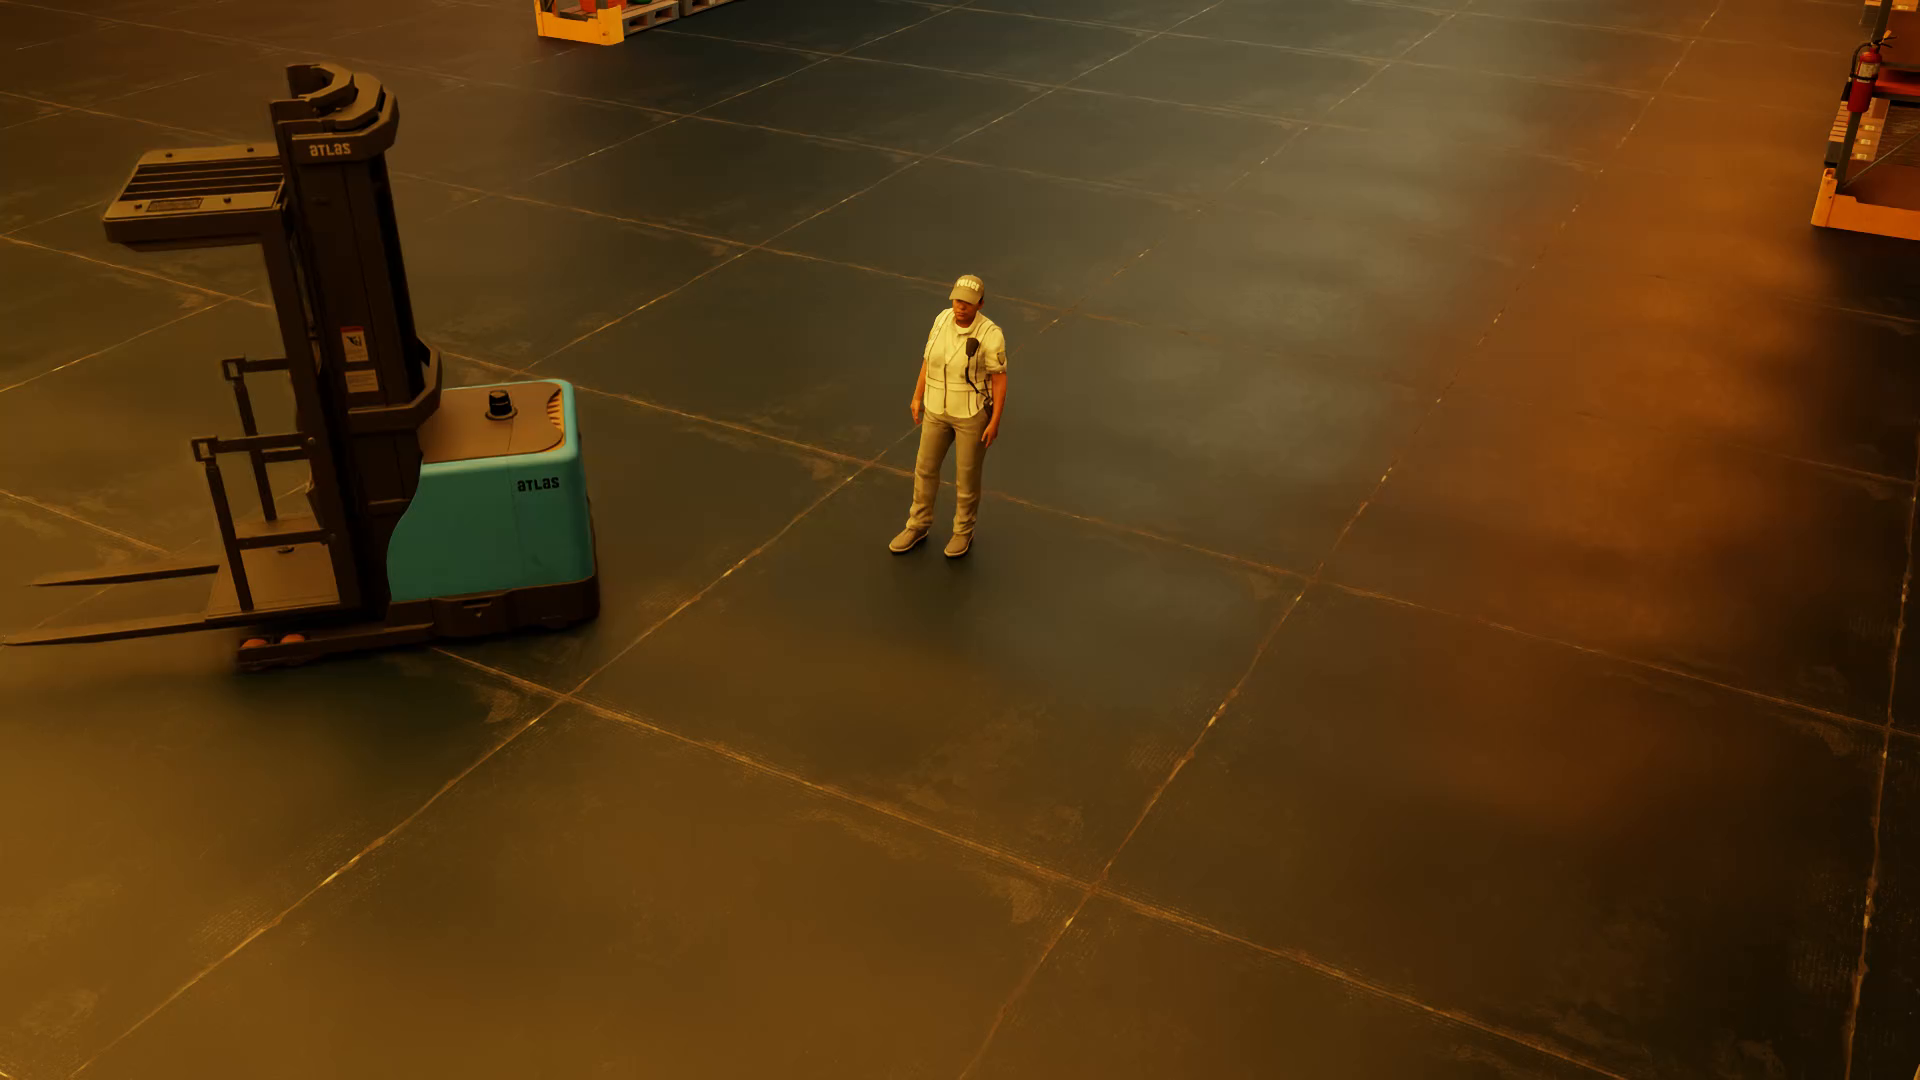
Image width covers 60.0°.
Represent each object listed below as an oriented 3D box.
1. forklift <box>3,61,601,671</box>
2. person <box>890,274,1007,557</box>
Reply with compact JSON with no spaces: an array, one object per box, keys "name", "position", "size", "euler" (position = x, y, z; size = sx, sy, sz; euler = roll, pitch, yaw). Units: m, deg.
[{"name":"forklift","position":[-3.563,-0.869,8.576],"size":[3.031,2.935,1.130],"euler":[-7,31,-11]},{"name":"person","position":[-0.057,-0.701,9.534],"size":[0.598,1.670,0.529],"euler":[15,33,25]}]
